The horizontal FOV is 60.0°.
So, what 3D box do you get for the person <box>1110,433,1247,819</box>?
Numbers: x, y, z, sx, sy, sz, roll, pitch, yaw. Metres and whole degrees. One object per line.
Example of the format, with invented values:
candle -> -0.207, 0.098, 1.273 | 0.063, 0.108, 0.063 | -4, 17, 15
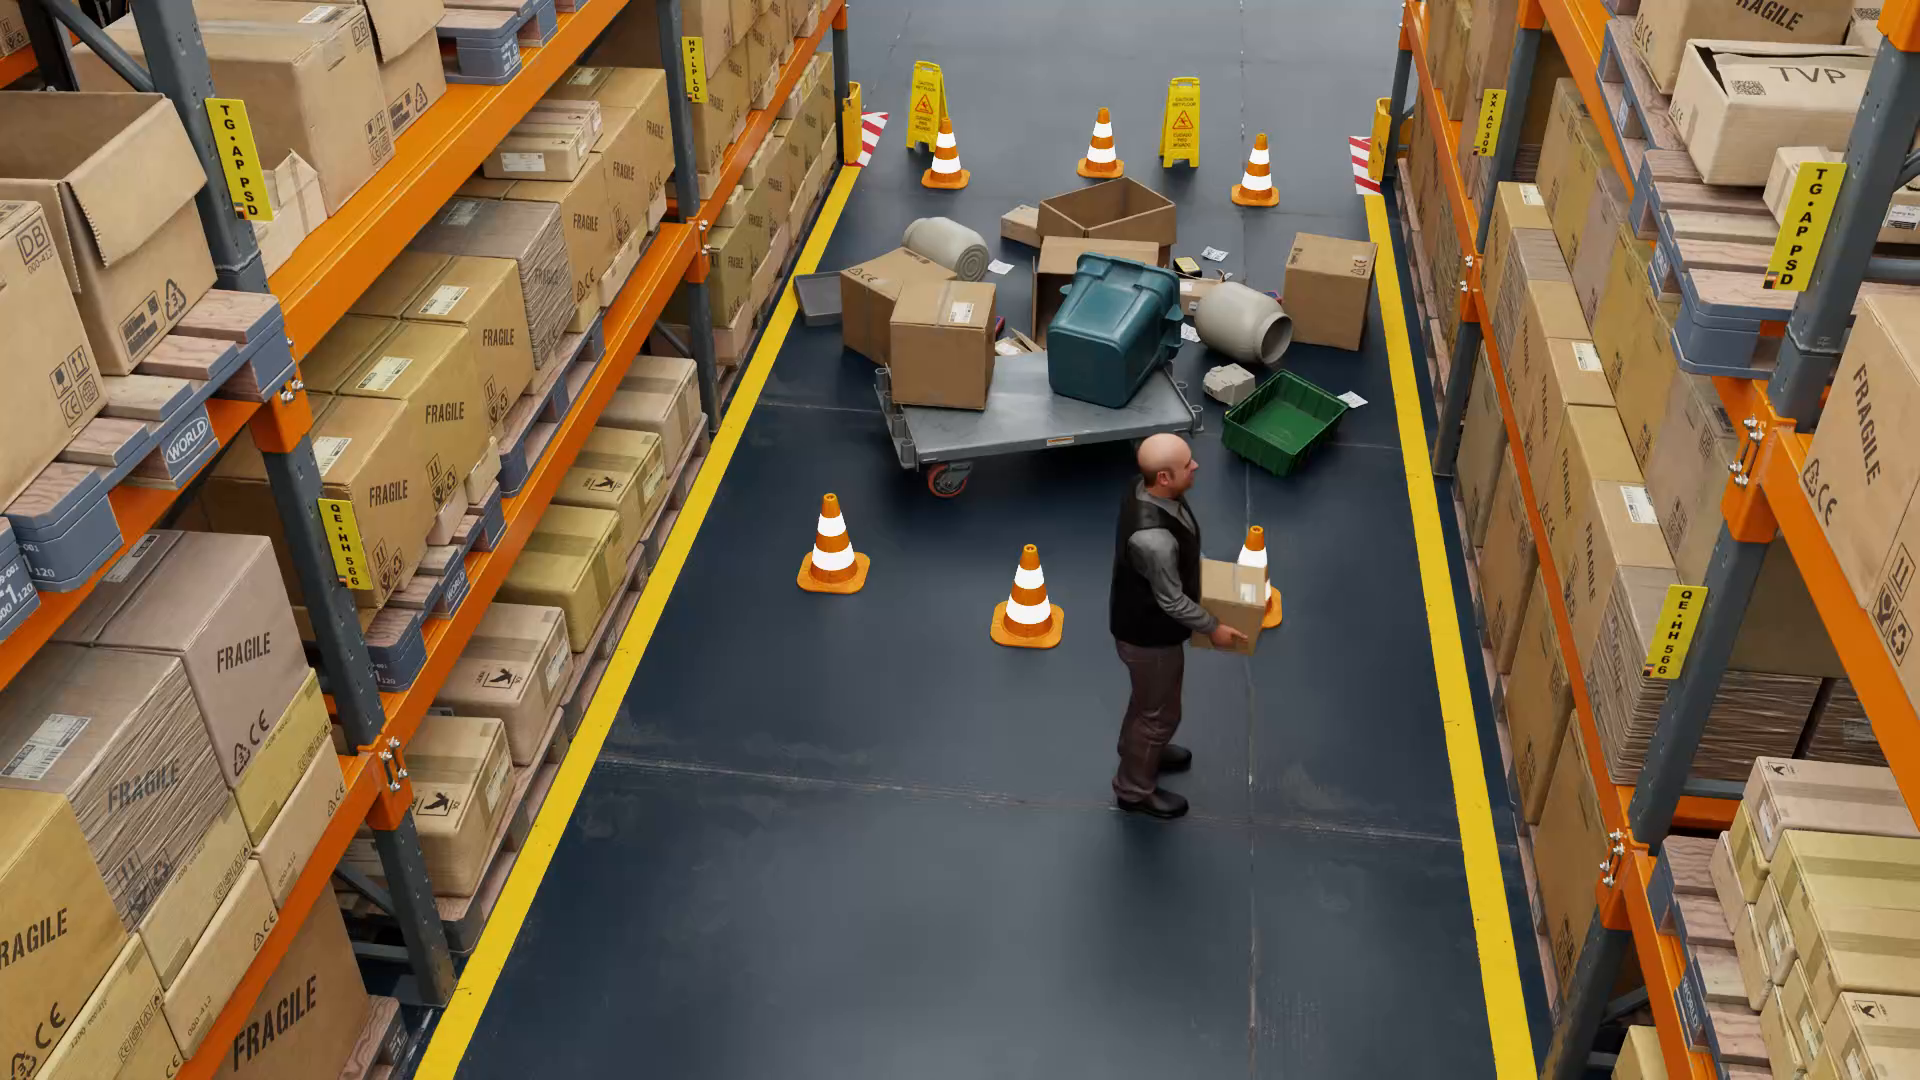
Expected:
person -> 0.859, 0.331, 6.600 | 0.535, 1.726, 0.521 | 4, 36, 6
